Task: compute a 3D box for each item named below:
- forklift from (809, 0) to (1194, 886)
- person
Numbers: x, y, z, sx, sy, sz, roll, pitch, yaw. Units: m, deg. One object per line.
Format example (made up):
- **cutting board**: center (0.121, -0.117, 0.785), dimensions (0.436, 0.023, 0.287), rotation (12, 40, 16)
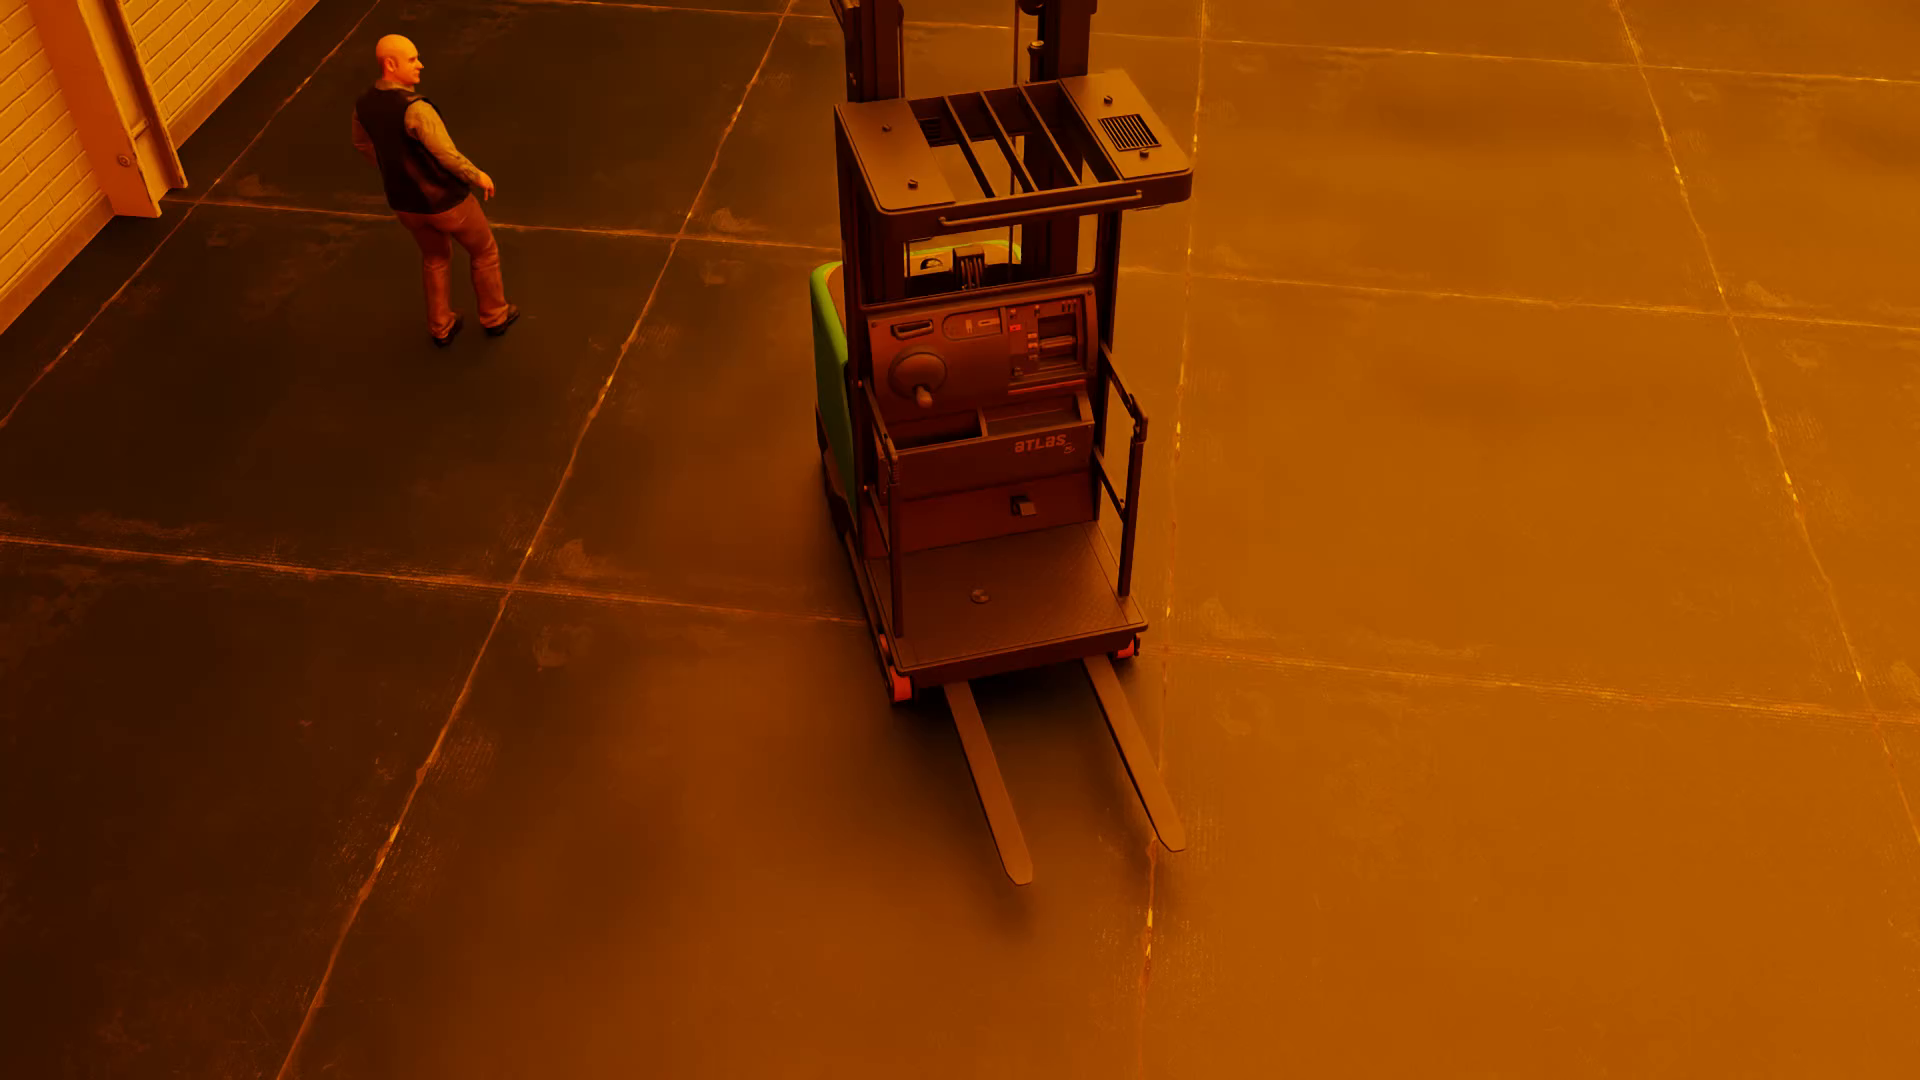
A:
- **forklift**: center (0.153, -0.681, 6.465), dimensions (1.130, 2.935, 3.031), rotation (-10, 44, -11)
- **person**: center (-2.719, -1.781, 8.557), dimensions (0.536, 1.725, 0.364), rotation (15, 45, 16)
